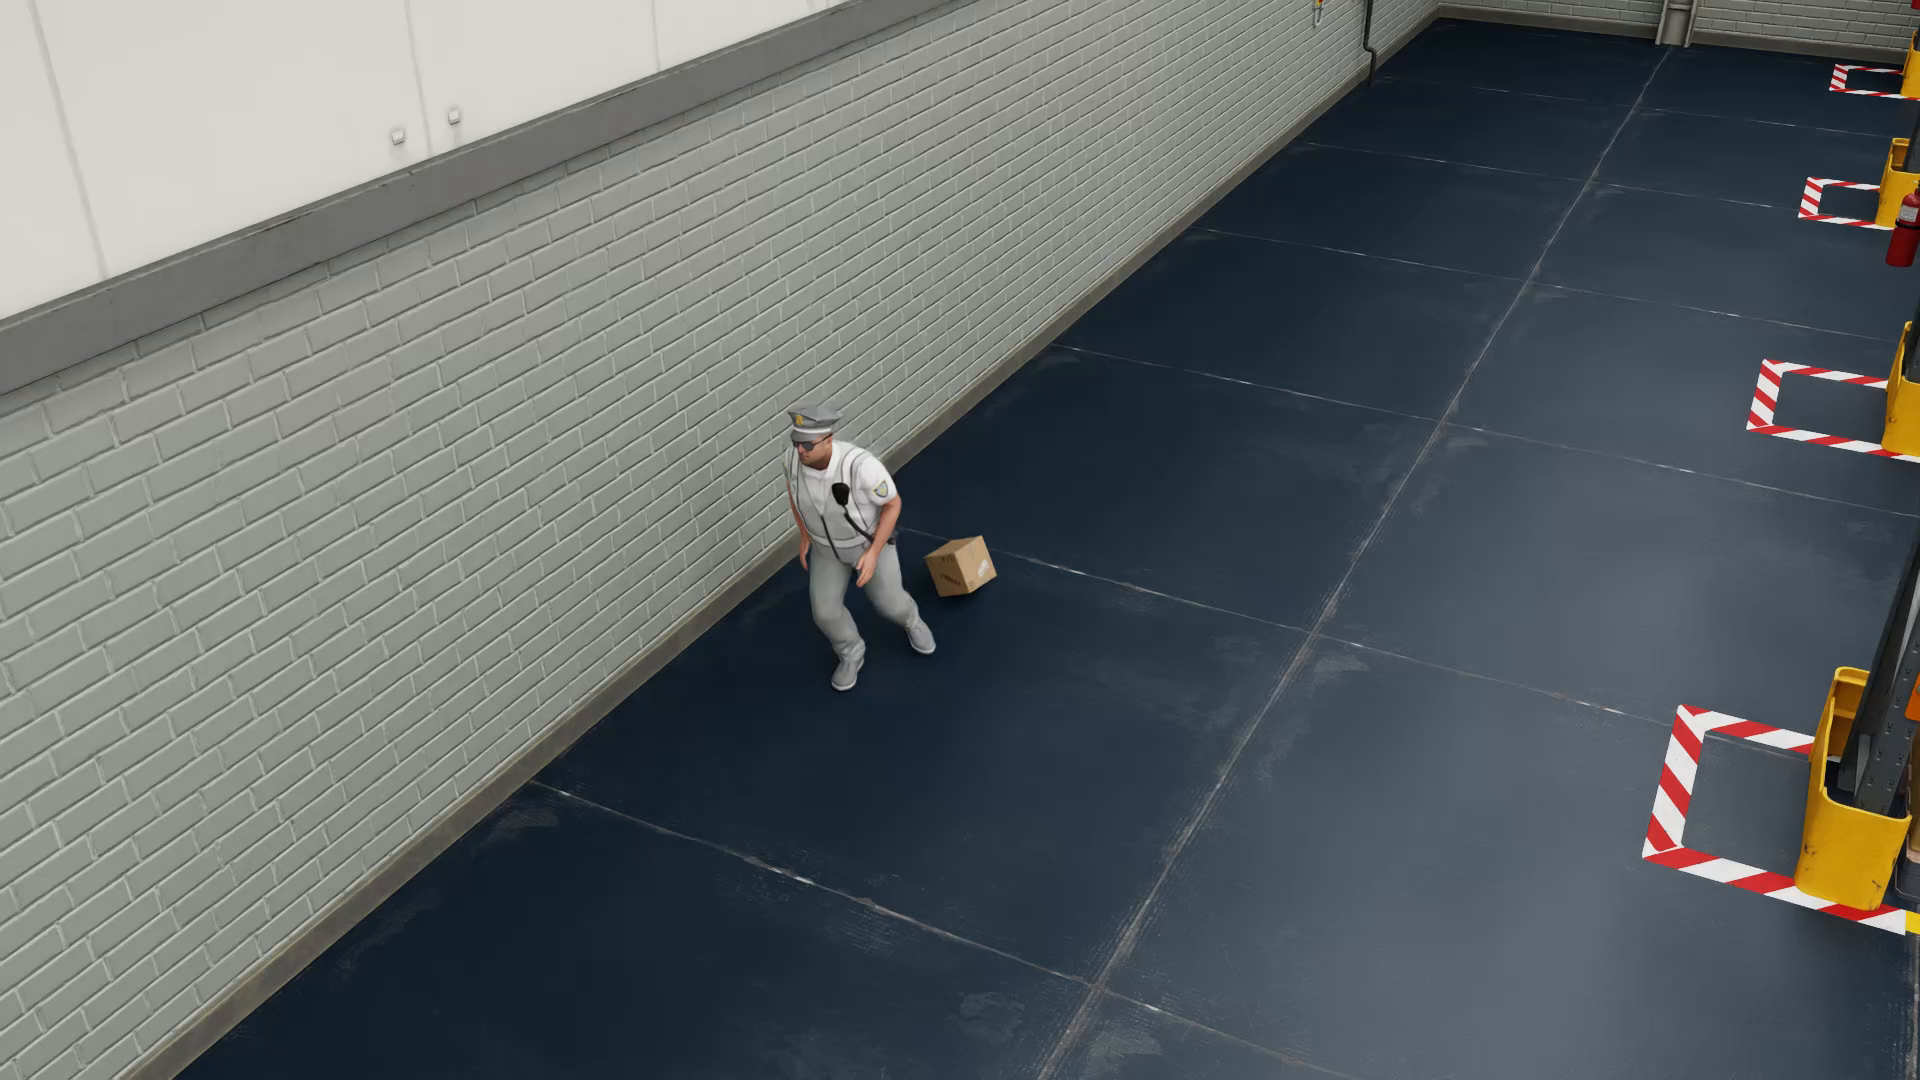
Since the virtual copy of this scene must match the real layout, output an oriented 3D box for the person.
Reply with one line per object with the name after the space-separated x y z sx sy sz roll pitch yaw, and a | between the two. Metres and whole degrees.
-0.531 -0.027 8.412 0.666 1.667 0.838 10 31 17 | person
